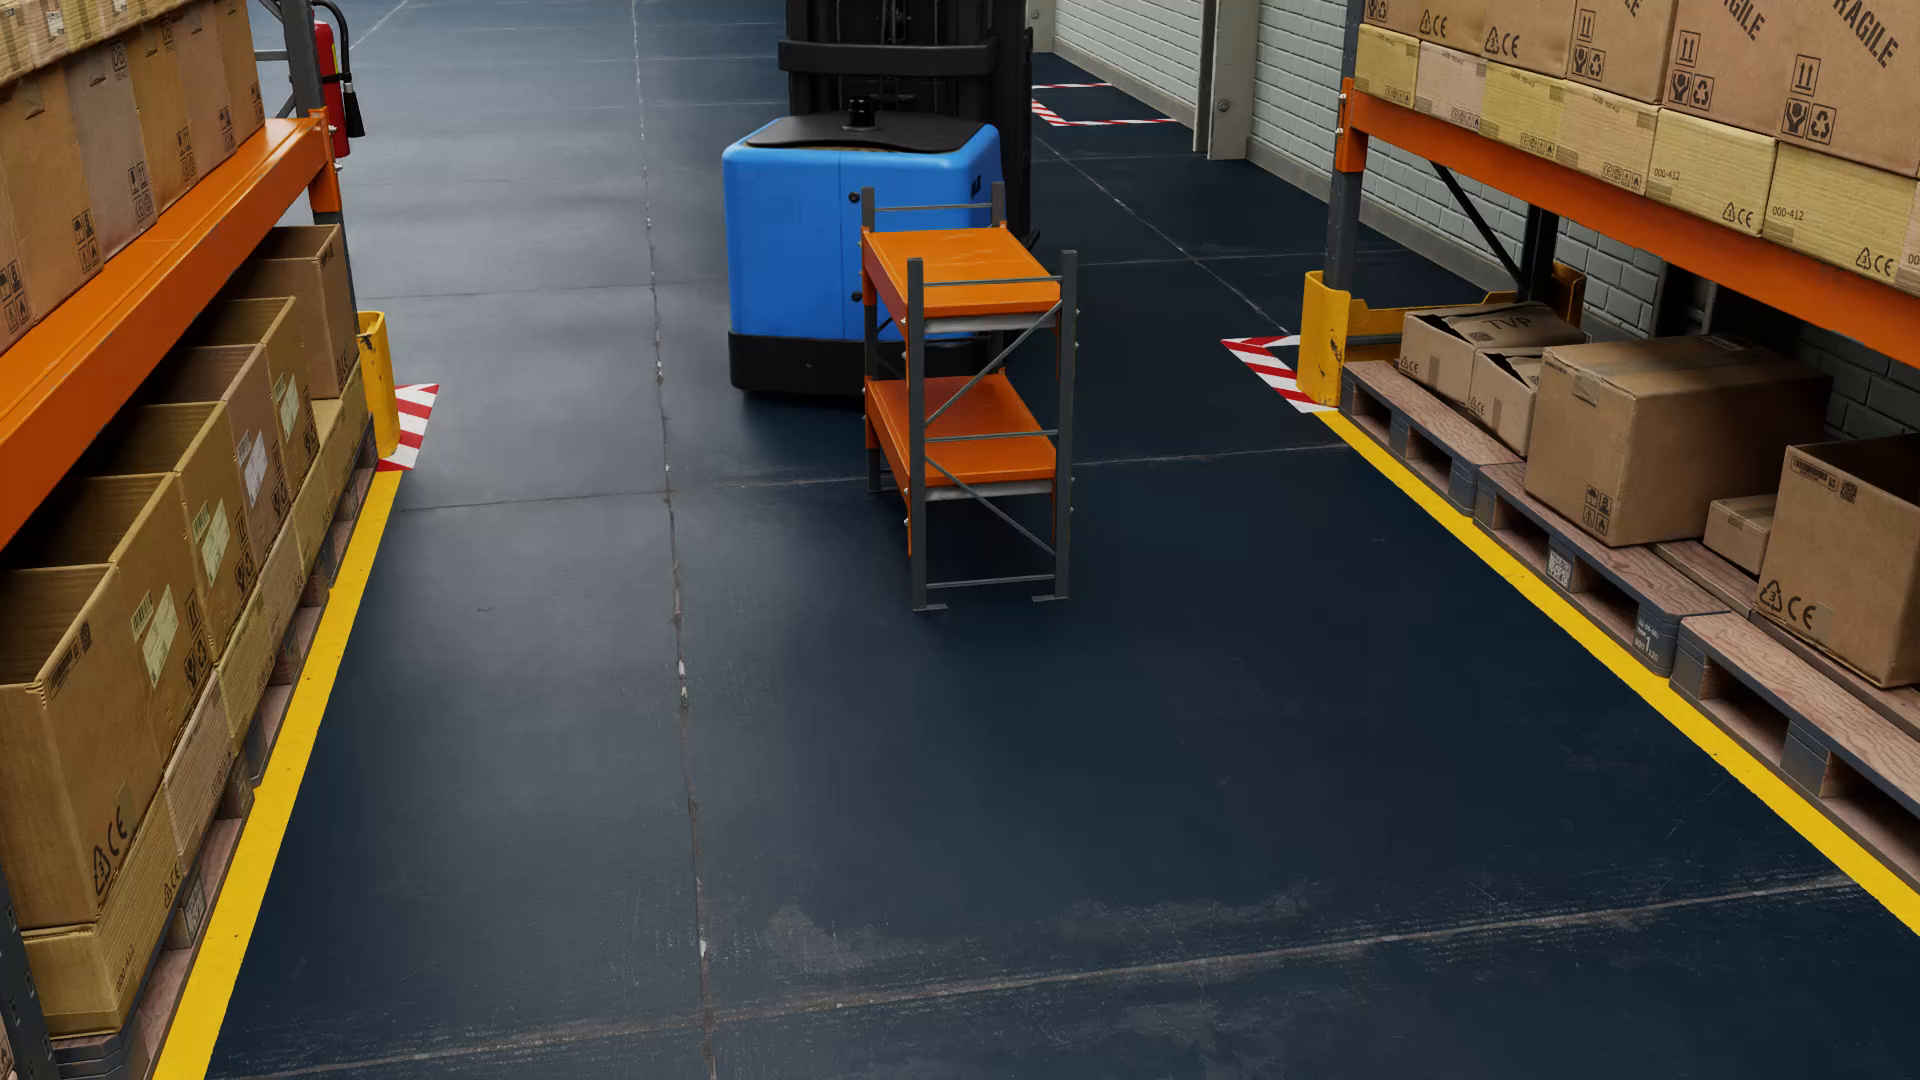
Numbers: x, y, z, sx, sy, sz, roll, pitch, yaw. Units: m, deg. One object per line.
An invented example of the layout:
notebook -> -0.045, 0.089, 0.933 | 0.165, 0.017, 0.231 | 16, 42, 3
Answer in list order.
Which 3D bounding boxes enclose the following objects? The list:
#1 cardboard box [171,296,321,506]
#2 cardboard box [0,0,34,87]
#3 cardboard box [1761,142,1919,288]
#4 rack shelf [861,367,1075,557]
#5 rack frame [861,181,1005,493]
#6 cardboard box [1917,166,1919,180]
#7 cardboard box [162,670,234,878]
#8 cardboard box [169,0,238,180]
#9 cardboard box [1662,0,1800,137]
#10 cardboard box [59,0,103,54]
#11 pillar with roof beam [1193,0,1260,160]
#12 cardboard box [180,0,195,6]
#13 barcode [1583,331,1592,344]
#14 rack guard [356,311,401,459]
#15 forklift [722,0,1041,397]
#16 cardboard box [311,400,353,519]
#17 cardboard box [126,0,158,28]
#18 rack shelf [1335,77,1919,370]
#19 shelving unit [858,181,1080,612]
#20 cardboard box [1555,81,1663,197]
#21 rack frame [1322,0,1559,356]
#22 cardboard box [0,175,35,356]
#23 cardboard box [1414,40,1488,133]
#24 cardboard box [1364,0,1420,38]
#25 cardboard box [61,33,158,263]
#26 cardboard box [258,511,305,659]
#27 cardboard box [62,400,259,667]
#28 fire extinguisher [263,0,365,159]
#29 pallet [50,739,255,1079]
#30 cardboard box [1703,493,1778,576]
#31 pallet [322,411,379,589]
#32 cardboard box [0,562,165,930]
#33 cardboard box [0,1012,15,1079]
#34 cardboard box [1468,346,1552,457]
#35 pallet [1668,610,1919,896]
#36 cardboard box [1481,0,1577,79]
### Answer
cardboard box -> -2.221, -0.401, 4.894 | 0.500, 0.500, 0.500 | -4, 24, -10
cardboard box -> -2.121, -0.998, 3.351 | 0.380, 0.149, 0.250 | -5, 24, -12
cardboard box -> 2.326, -0.802, 4.001 | 0.500, 0.250, 0.500 | -4, 24, -10
rack shelf -> 0.001, -0.289, 5.617 | 0.538, 0.278, 1.000 | -4, 24, -10
rack frame -> -0.093, -0.713, 5.977 | 0.500, 1.125, 0.032 | -4, 24, -10
cardboard box -> 2.404, -0.948, 3.398 | 0.500, 0.500, 0.500 | -4, 24, -10
cardboard box -> -1.947, 0.533, 3.693 | 0.500, 0.250, 0.500 | -4, 24, -10
cardboard box -> -2.636, -1.361, 4.994 | 0.700, 0.500, 0.500 | -4, 24, -8
cardboard box -> 2.224, -1.343, 4.302 | 0.500, 0.500, 0.500 | -5, 24, -11
cardboard box -> -2.221, -1.205, 3.826 | 0.380, 0.149, 0.250 | -4, 24, -10
pillar with roof beam -> -2.305, -6.654, 9.741 | 9.100, 9.000, 0.400 | -4, 24, -10
cardboard box -> -2.412, -1.611, 4.754 | 0.380, 0.149, 0.250 | -4, 24, -9
barcode -> 2.492, -0.792, 6.613 | 0.001, 0.075, 0.075 | -4, 24, -10
rack guard -> -2.816, -0.570, 6.431 | 1.175, 0.500, 0.348 | -4, 24, -10
forklift -> -0.204, -2.474, 7.752 | 1.130, 2.935, 3.031 | 4, 24, 10
cardboard box -> -2.318, -0.254, 5.494 | 0.500, 0.250, 0.500 | -4, 24, -10
cardboard box -> -2.313, -1.404, 4.281 | 0.380, 0.149, 0.250 | -4, 24, -8
rack shelf -> 2.426, -0.958, 5.094 | 1.077, 0.370, 4.000 | -4, 24, -10
shelving unit -> 0.001, -0.513, 5.519 | 0.538, 1.125, 1.048 | -4, 24, -10
cardboard box -> 2.124, -1.196, 4.904 | 0.500, 0.250, 0.500 | -4, 24, -9
rack frame -> 2.056, -2.074, 6.752 | 1.000, 3.000, 0.127 | -4, 24, -10
cardboard box -> -2.264, -0.560, 3.159 | 0.700, 0.500, 0.500 | -5, 24, -10
cardboard box -> 1.944, -1.596, 5.819 | 0.500, 0.250, 0.500 | -5, 24, -11
cardboard box -> 1.849, -2.148, 6.147 | 0.500, 0.500, 0.500 | -4, 24, -10
cardboard box -> -2.449, -0.959, 4.072 | 0.700, 0.500, 0.500 | -4, 24, -8
cardboard box -> -2.133, 0.140, 4.593 | 0.500, 0.250, 0.500 | -4, 24, -10
cardboard box -> -2.035, -0.008, 3.994 | 0.500, 0.500, 0.500 | -4, 24, -10
fire extinguisher -> -2.377, -1.752, 6.109 | 0.296, 0.674, 0.183 | -4, 24, -10
pallet -> -2.178, 0.829, 3.588 | 1.003, 0.211, 1.213 | -4, 24, -10
cardboard box -> 2.520, -0.027, 5.076 | 0.380, 0.149, 0.250 | -6, 24, -14
pallet -> -2.629, -0.131, 5.785 | 1.003, 0.211, 1.213 | -4, 24, -10
cardboard box -> -1.850, 0.386, 3.093 | 0.500, 0.500, 0.500 | -4, 24, -10
cardboard box -> -1.715, 0.816, 2.344 | 0.500, 0.311, 0.500 | -4, 24, -10
cardboard box -> 2.201, -0.541, 6.050 | 0.500, 0.311, 0.500 | -2, 24, -5
pallet -> 2.637, 0.515, 4.306 | 1.003, 0.211, 1.213 | -4, 24, -10
cardboard box -> 2.020, -1.750, 5.233 | 0.500, 0.500, 0.500 | -5, 24, -11
